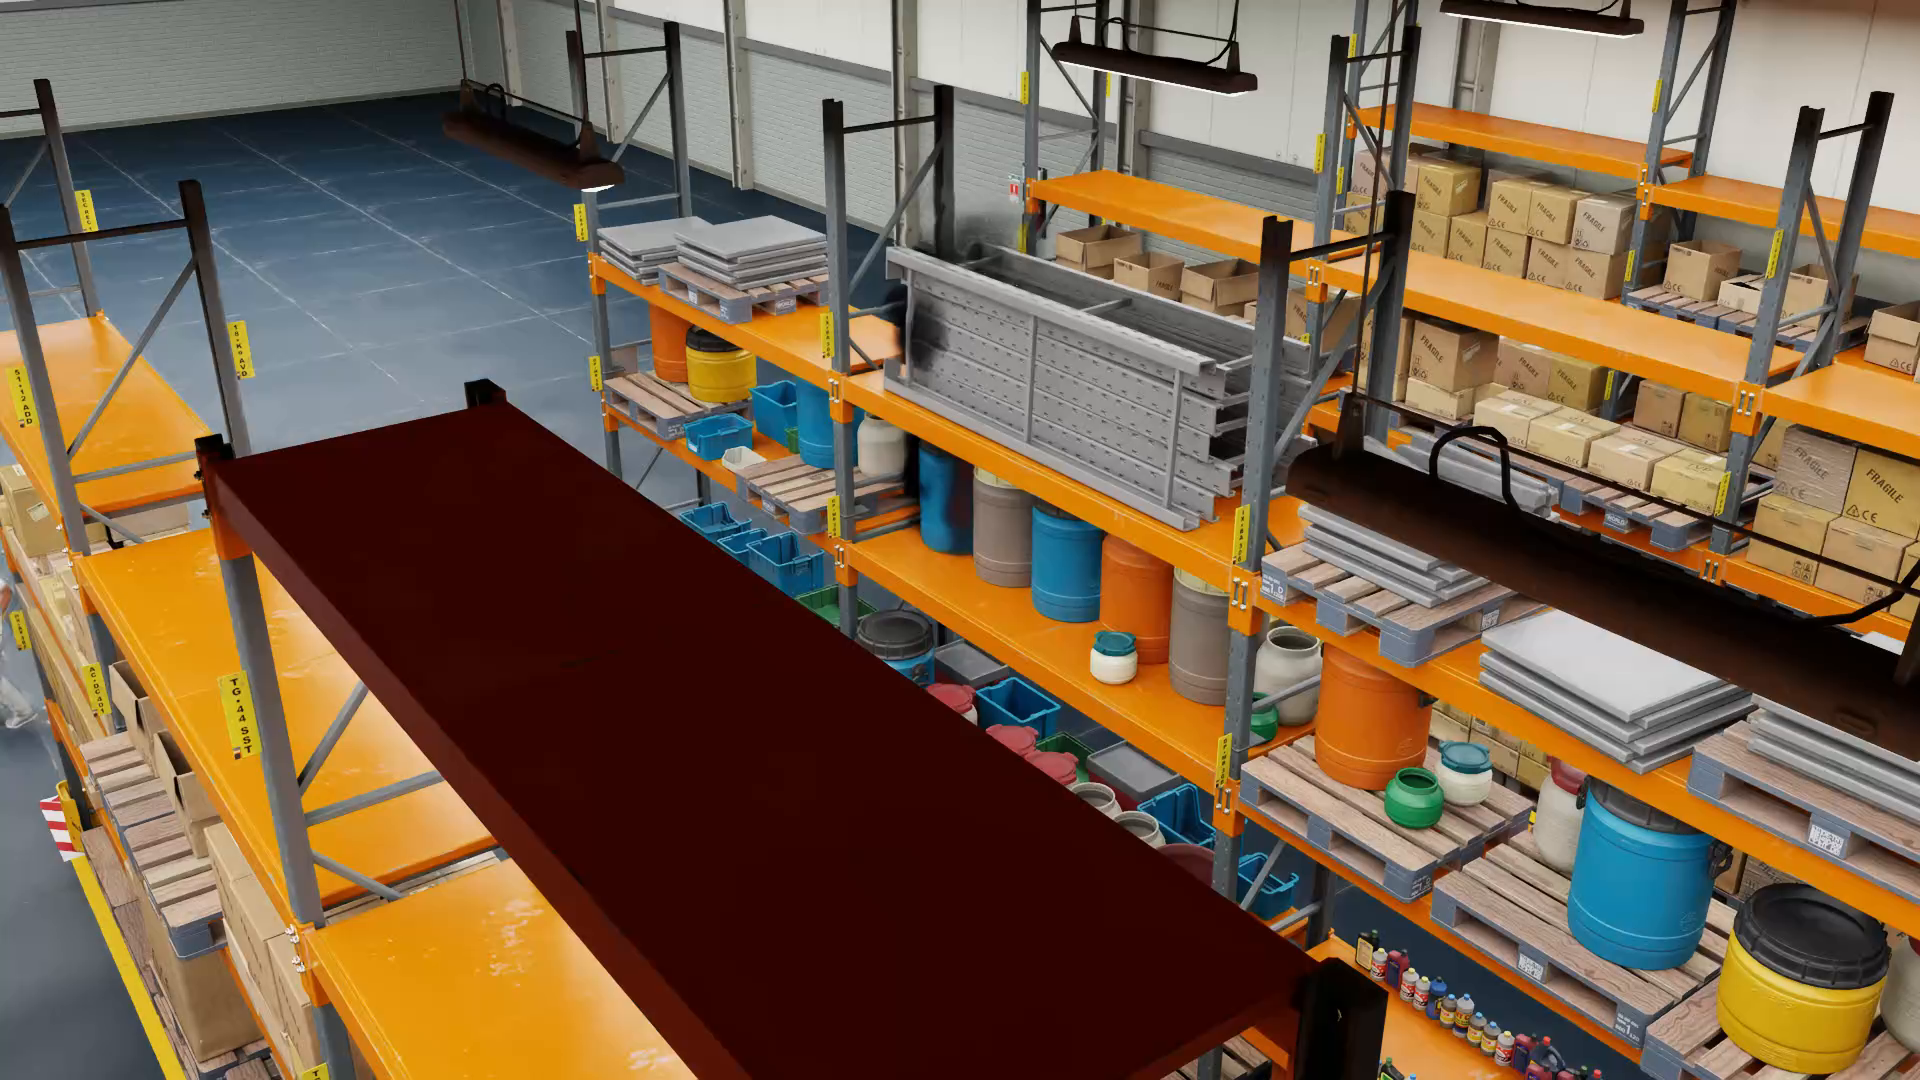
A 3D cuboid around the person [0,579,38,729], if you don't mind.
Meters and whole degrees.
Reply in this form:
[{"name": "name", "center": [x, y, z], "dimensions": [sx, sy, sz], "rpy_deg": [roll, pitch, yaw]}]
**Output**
[{"name": "person", "center": [-8.806, 0.922, 14.896], "dimensions": [0.793, 1.850, 0.650], "rpy_deg": [3, 25, 6]}]
